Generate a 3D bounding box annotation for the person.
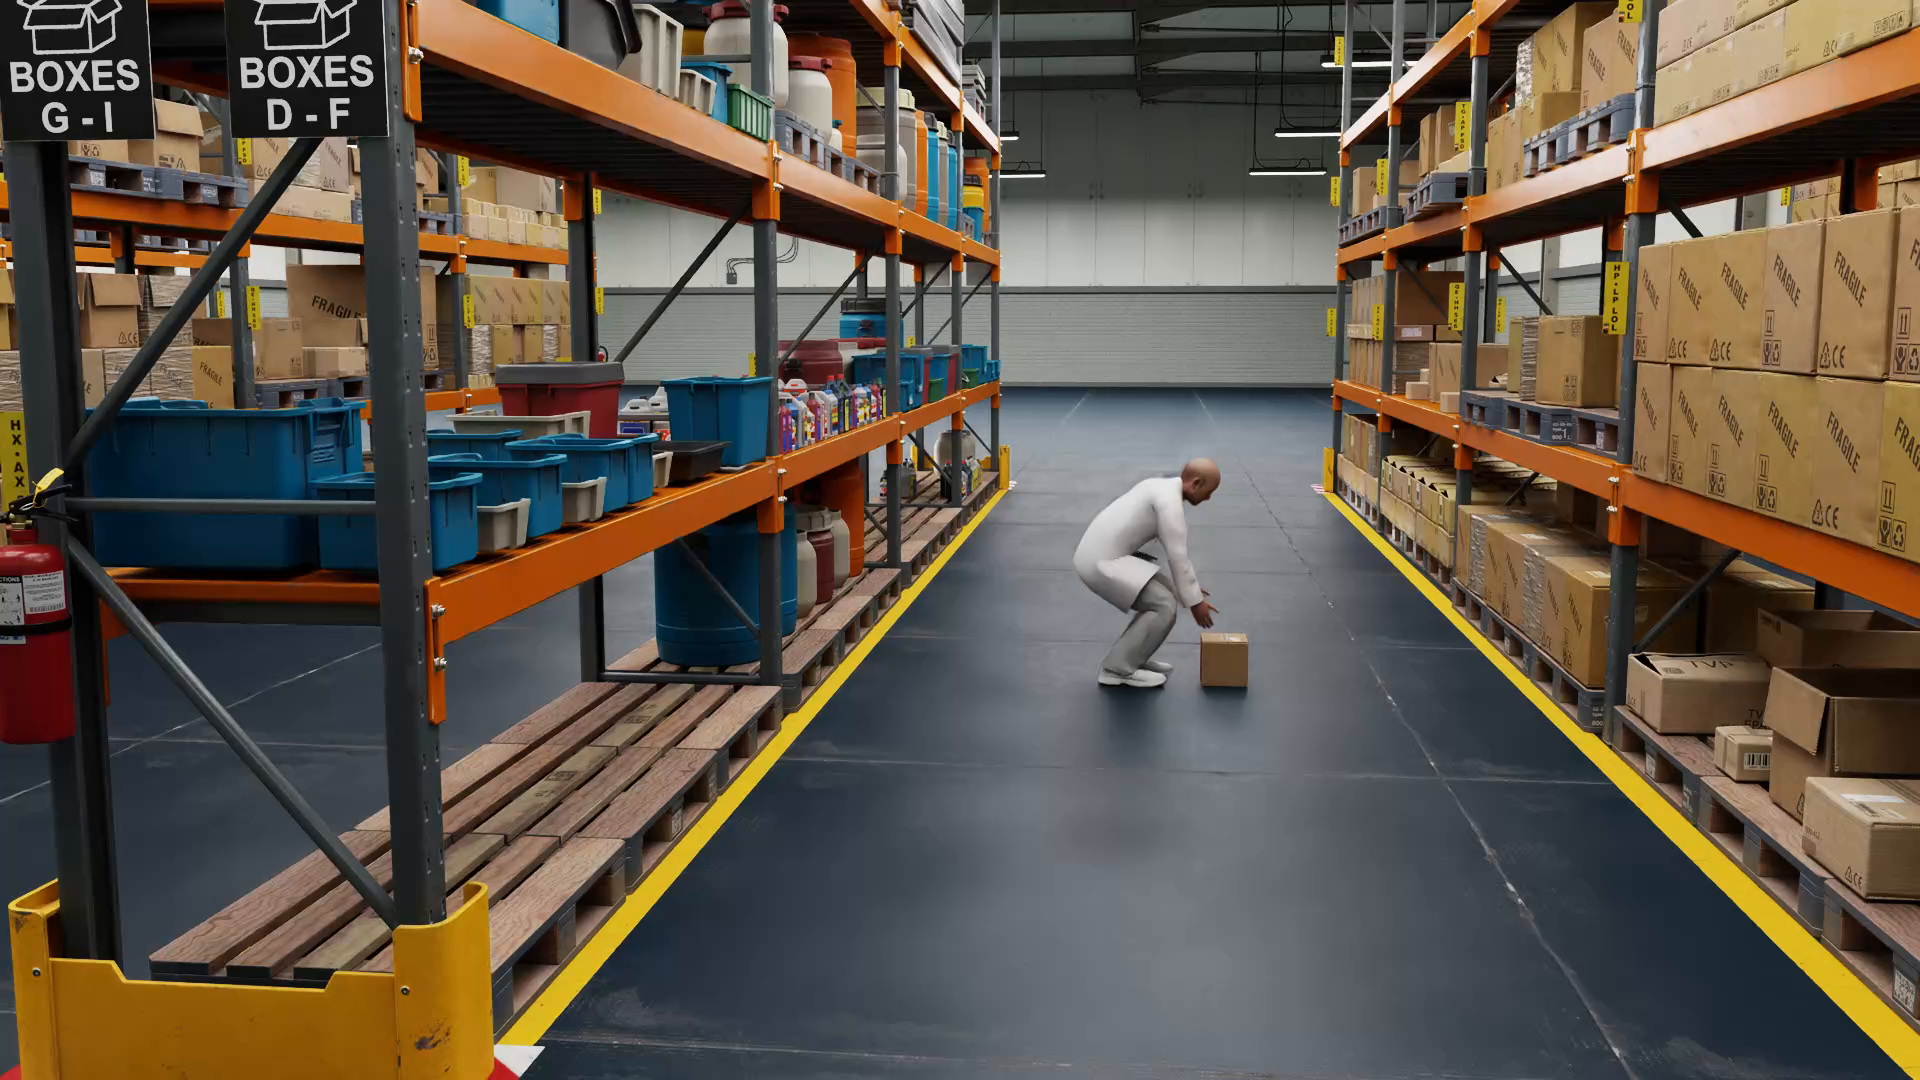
[{"bbox_3d":[1.025,0.170,9.185,0.803,1.226,0.630,1,7,6],"label":"person"}]
